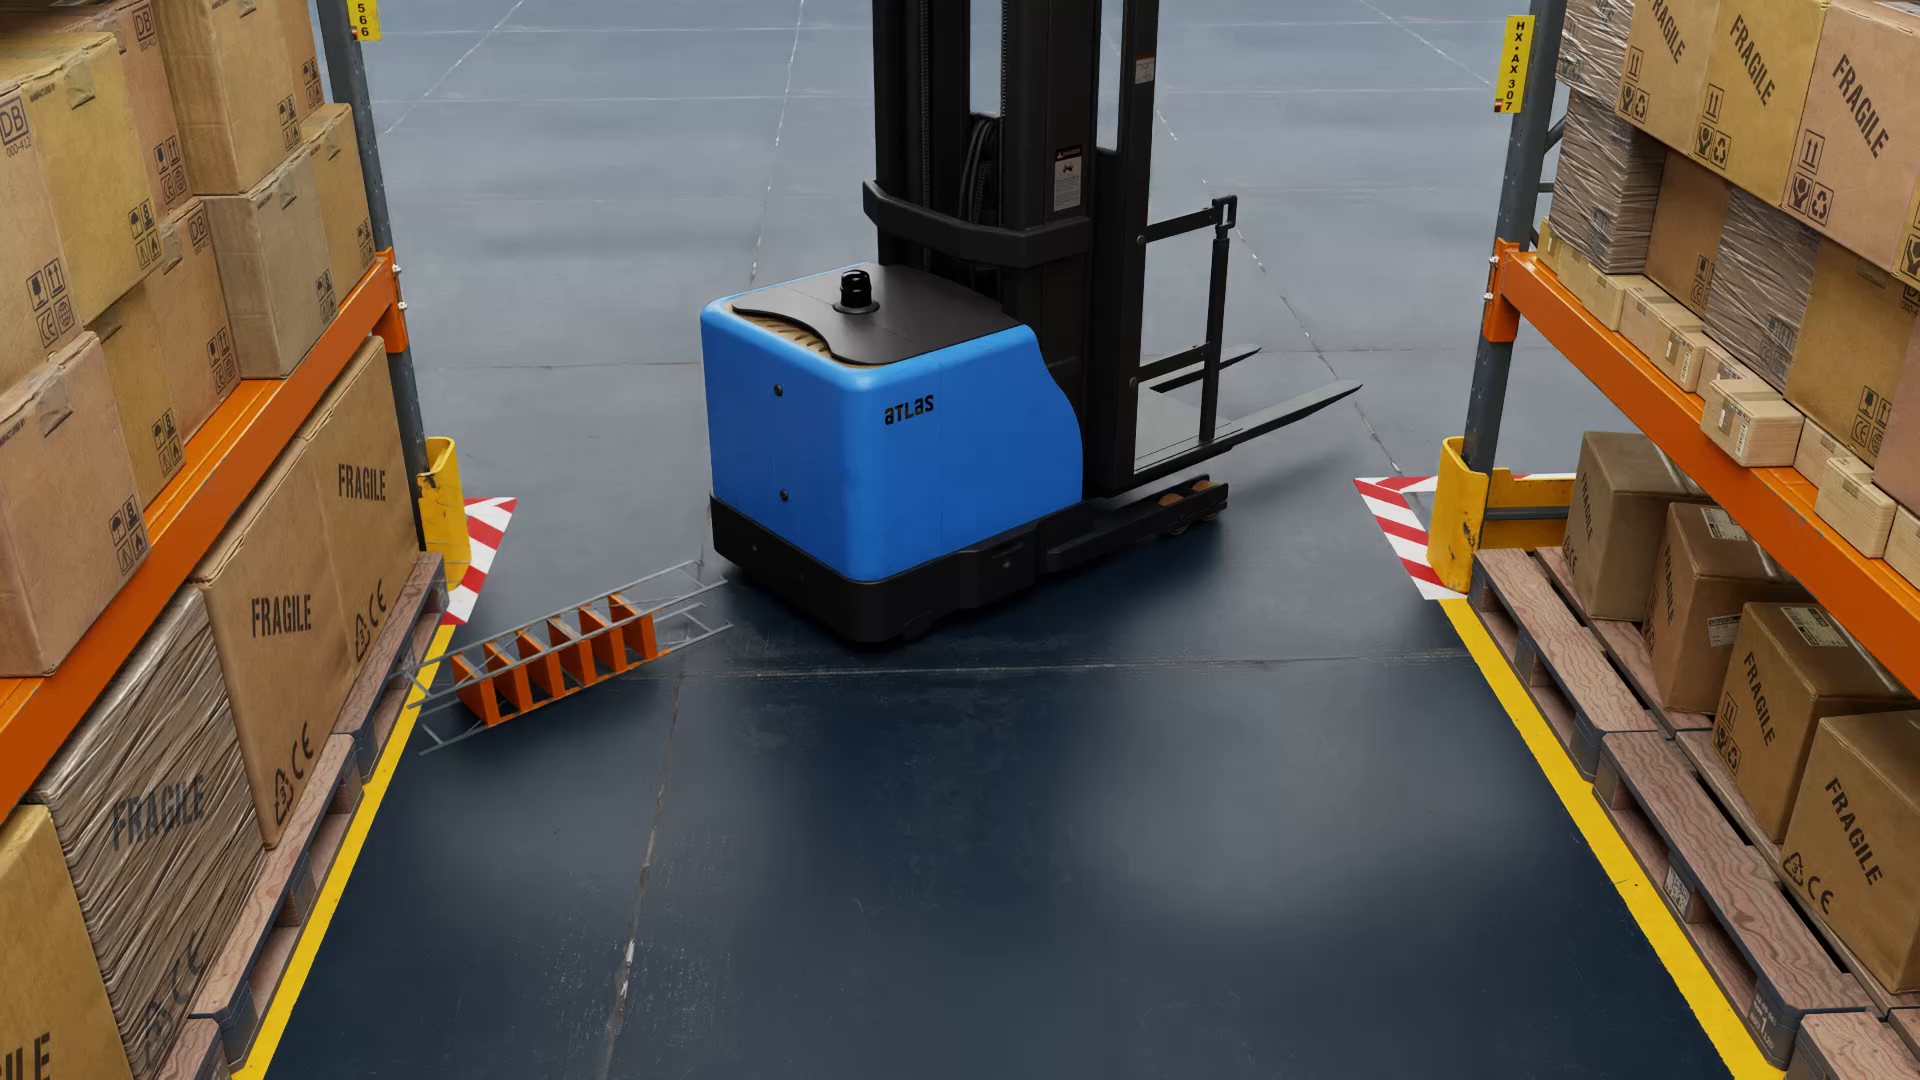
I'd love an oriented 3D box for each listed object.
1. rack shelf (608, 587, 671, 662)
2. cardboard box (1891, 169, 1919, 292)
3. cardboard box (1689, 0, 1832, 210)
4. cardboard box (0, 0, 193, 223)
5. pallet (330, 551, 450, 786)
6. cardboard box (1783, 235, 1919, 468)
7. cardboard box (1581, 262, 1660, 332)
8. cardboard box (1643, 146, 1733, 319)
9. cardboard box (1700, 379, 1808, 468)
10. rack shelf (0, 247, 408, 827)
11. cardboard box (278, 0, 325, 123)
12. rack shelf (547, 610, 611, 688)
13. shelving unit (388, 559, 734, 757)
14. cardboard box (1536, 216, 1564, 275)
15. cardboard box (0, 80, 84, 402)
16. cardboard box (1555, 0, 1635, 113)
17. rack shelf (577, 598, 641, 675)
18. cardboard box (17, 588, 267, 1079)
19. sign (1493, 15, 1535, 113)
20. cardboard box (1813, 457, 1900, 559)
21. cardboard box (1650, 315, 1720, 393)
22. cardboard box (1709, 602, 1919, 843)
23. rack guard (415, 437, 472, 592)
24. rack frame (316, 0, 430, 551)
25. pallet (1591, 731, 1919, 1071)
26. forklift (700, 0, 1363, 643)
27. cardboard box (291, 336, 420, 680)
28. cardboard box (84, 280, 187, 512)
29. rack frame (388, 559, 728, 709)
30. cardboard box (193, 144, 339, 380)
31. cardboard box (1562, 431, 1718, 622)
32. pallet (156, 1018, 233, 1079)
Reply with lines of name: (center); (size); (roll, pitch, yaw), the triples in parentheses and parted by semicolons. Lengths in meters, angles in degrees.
rack shelf: (-1.147, 0.295, 5.921); (0.103, 0.180, 0.258); (-23, 33, -33)
cardboard box: (2.298, -0.690, 3.319); (0.500, 0.500, 0.500); (-1, 28, -3)
cardboard box: (2.243, -1.152, 4.204); (0.500, 0.500, 0.500); (-1, 28, -3)
cardboard box: (-2.523, -1.041, 4.173); (0.875, 0.550, 0.550); (-1, 28, -3)
pallet: (-2.398, 0.422, 5.713); (1.003, 0.211, 1.213); (-1, 28, -3)
cardboard box: (2.585, -0.486, 4.007); (0.875, 0.500, 0.500); (-1, 28, -3)
cardboard box: (2.209, -0.775, 5.263); (0.380, 0.149, 0.250); (-1, 28, -3)
cardboard box: (2.587, -0.949, 4.895); (0.875, 0.500, 0.500); (-1, 28, -3)
cardboard box: (2.198, -0.311, 4.375); (0.380, 0.149, 0.250); (-1, 28, -3)
rack shelf: (-2.414, 0.061, 4.168); (1.077, 0.370, 4.000); (-1, 28, -3)
cardboard box: (-2.538, -1.555, 5.158); (0.875, 0.550, 0.550); (-1, 28, -3)
rack shelf: (-1.333, 0.372, 5.791); (0.103, 0.180, 0.258); (-23, 33, -33)
shelving unit: (-1.367, 0.387, 5.767); (1.200, 0.189, 0.258); (-23, 33, -33)
cardboard box: (2.217, -1.006, 5.707); (0.380, 0.149, 0.250); (-1, 28, -3)
cardboard box: (-2.330, -0.555, 3.241); (0.875, 0.550, 0.550); (-1, 28, -3)
cardboard box: (2.197, -1.614, 5.090); (0.500, 0.500, 0.500); (-1, 28, -3)
rack shelf: (-1.240, 0.333, 5.856); (0.103, 0.180, 0.258); (-23, 33, -33)
cardboard box: (-2.323, 0.713, 3.983); (0.875, 0.875, 0.875); (-1, 28, -2)
sign: (1.898, -1.626, 5.687); (0.100, 0.325, 0.005); (-1, 28, -3)
cardboard box: (2.281, -0.082, 3.935); (0.380, 0.149, 0.250); (-1, 28, -3)
cardboard box: (2.249, -0.544, 4.821); (0.380, 0.149, 0.250); (-1, 28, -3)
cardboard box: (2.535, 0.521, 4.757); (0.500, 0.500, 0.500); (1, 28, 2)
rack guard: (-2.520, -0.085, 6.372); (1.175, 0.500, 0.348); (-1, 28, -3)
rack frame: (-2.518, -1.182, 5.773); (1.000, 3.000, 0.127); (-1, 28, -3)
pallet: (2.512, 0.954, 4.692); (1.003, 0.211, 1.213); (-1, 28, -3)
forklift: (0.482, -1.488, 6.433); (3.031, 2.935, 1.130); (-21, 34, -35)
cardboard box: (-2.417, -0.115, 5.569); (0.875, 0.875, 0.875); (-1, 28, -2)
cardboard box: (-2.430, -0.319, 3.956); (0.875, 0.550, 0.500); (-1, 28, -3)
rack frame: (-1.372, 0.306, 5.725); (1.200, 0.006, 0.240); (-23, 33, -33)
cardboard box: (-2.403, -0.825, 4.926); (0.875, 0.550, 0.550); (-1, 28, -3)
cardboard box: (2.456, -0.044, 5.840); (0.500, 0.500, 0.500); (4, 28, 7)
pallet: (-2.271, 1.549, 3.553); (1.003, 0.211, 1.213); (-1, 28, -3)
